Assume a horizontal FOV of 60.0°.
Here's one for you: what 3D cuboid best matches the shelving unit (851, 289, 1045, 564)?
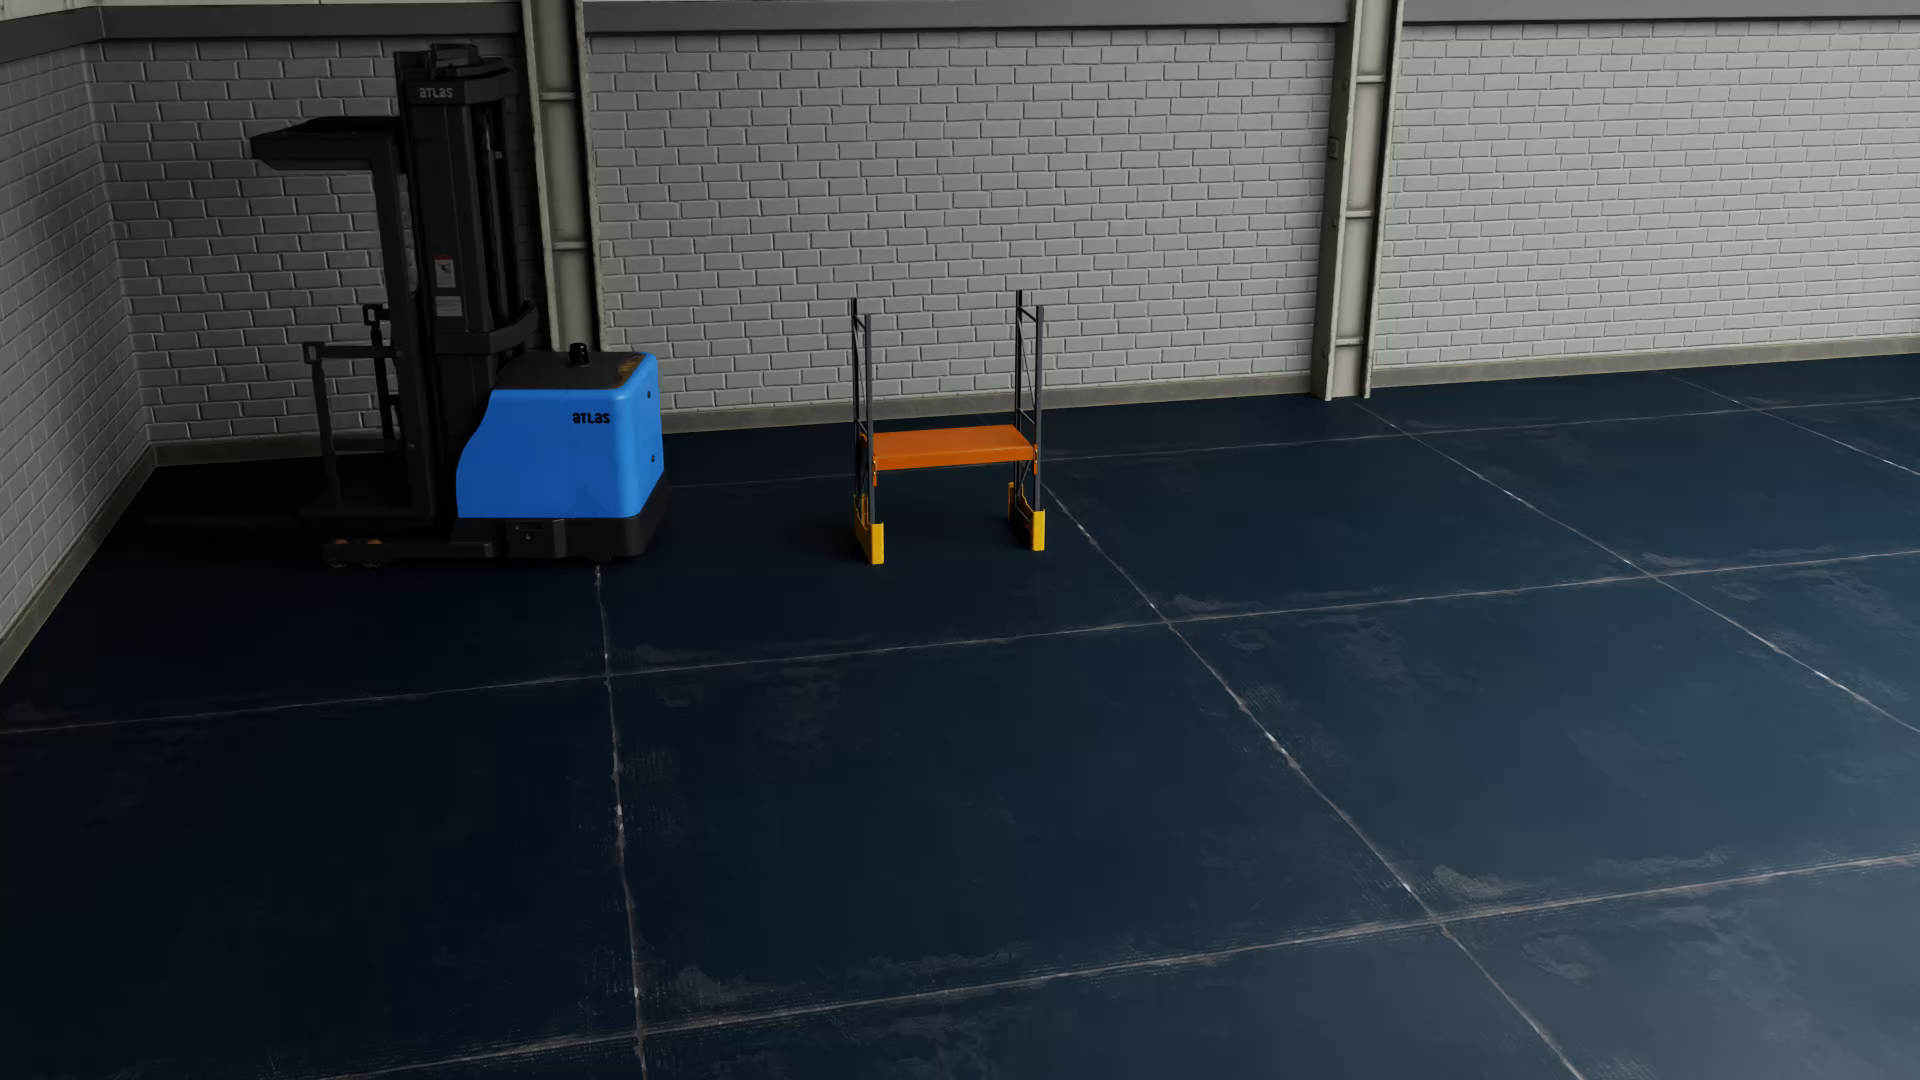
[{"bbox_3d":[-0.074,-0.698,10.040,1.083,1.500,0.587,-5,21,-12],"label":"shelving unit"}]

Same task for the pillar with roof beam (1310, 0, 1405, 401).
[{"bbox_3d":[4.082,-3.971,8.072,0.400,9.000,9.100,-5,21,-12],"label":"pillar with roof beam"}]

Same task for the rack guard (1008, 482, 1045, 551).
[{"bbox_3d":[0.410,-0.151,10.363,0.087,0.250,0.587,-5,21,-12],"label":"rack guard"}]

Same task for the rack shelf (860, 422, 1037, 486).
[{"bbox_3d":[-0.083,-0.529,10.100,1.000,0.185,0.538,-5,21,-12],"label":"rack shelf"}]

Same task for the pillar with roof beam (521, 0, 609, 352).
[{"bbox_3d":[-1.757,-3.496,6.776,0.400,9.000,9.100,-5,21,-12],"label":"pillar with roof beam"}]

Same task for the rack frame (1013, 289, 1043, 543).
[{"bbox_3d":[0.412,-0.738,10.148,0.032,1.500,0.500,-5,21,-12],"label":"rack frame"}]

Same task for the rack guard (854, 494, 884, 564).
[{"bbox_3d":[-0.559,-0.072,10.148,0.087,0.250,0.587,-5,21,-12],"label":"rack guard"}]

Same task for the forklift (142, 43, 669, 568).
[{"bbox_3d":[-3.397,-1.392,9.854,3.031,2.935,1.130,0,20,0],"label":"forklift"}]

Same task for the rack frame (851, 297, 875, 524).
[{"bbox_3d":[-0.578,-0.657,9.928,0.032,1.500,0.500,-5,21,-12],"label":"rack frame"}]
